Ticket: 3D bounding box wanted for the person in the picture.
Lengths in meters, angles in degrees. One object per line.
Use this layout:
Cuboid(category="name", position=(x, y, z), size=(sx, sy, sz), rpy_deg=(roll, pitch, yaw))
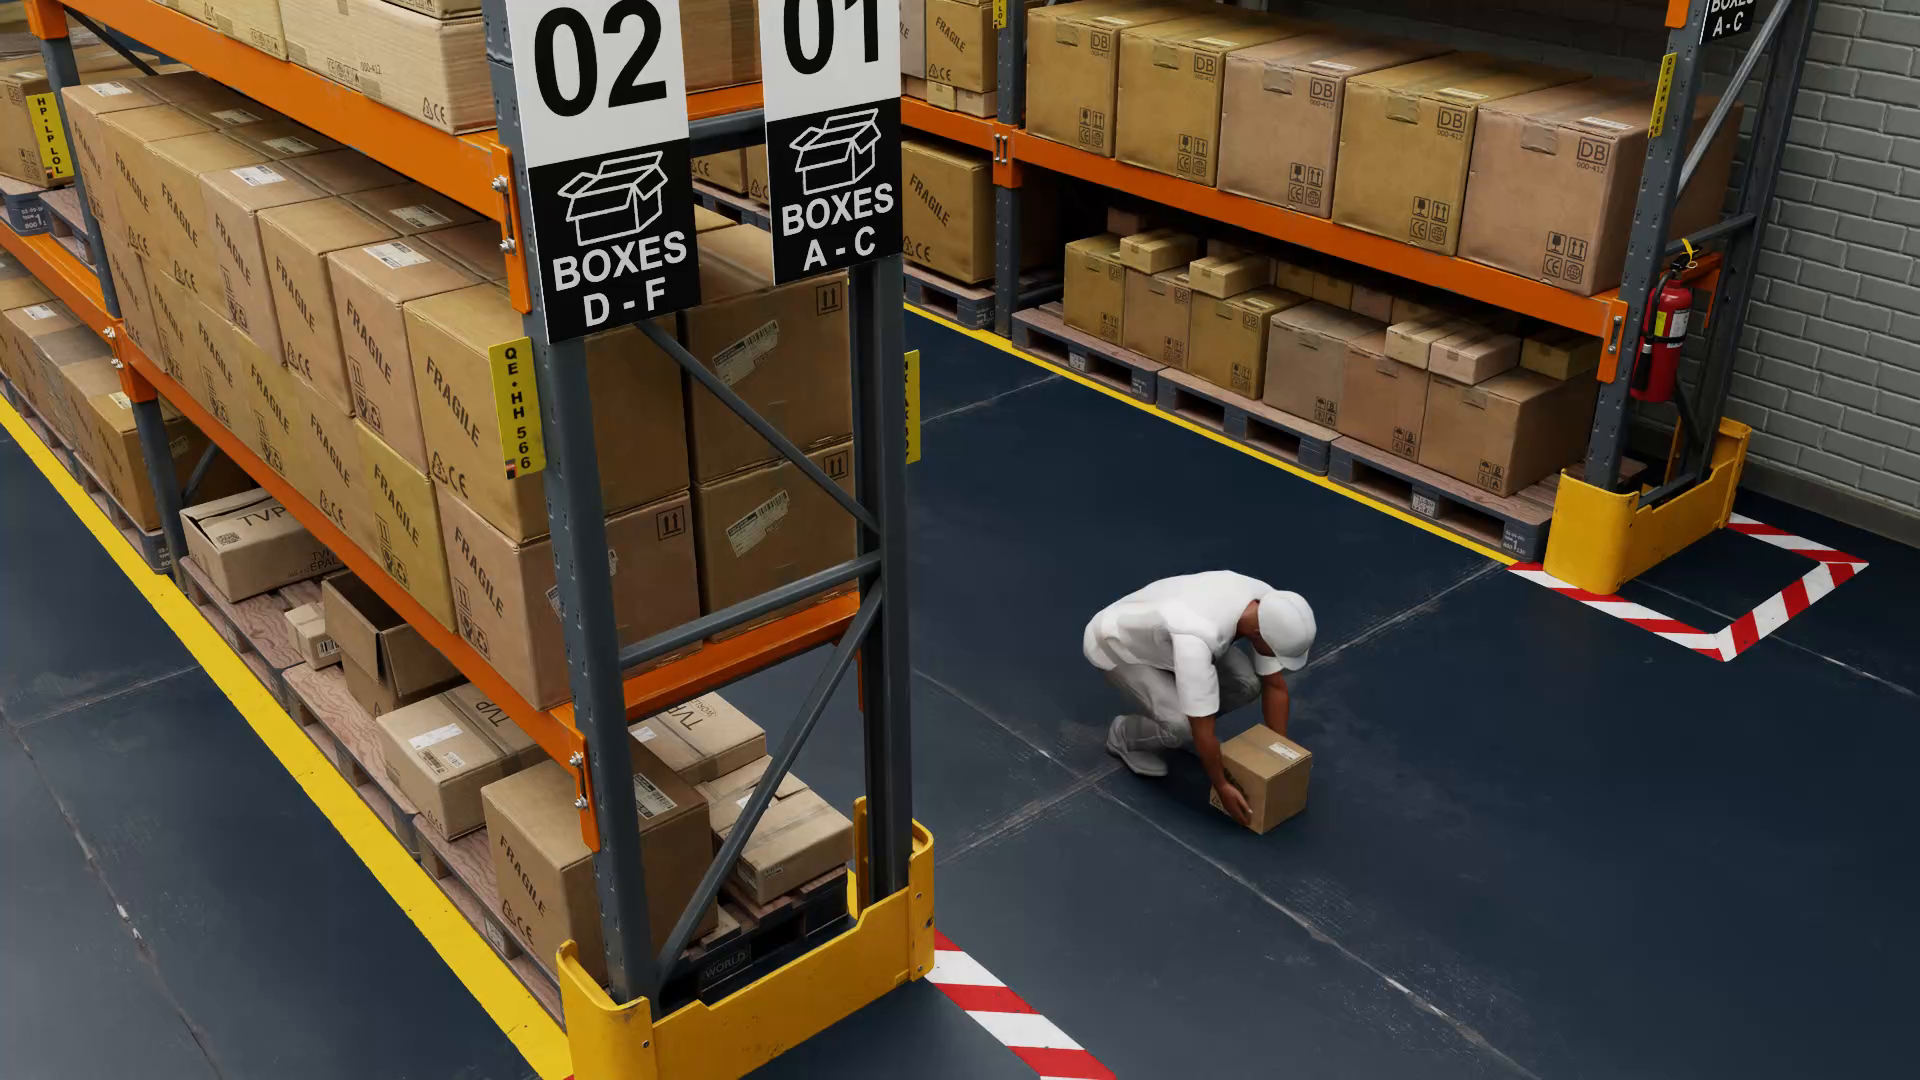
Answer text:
Cuboid(category="person", position=(0.898, 0.466, 6.173), size=(0.562, 0.887, 0.897), rpy_deg=(-22, 35, -35))
